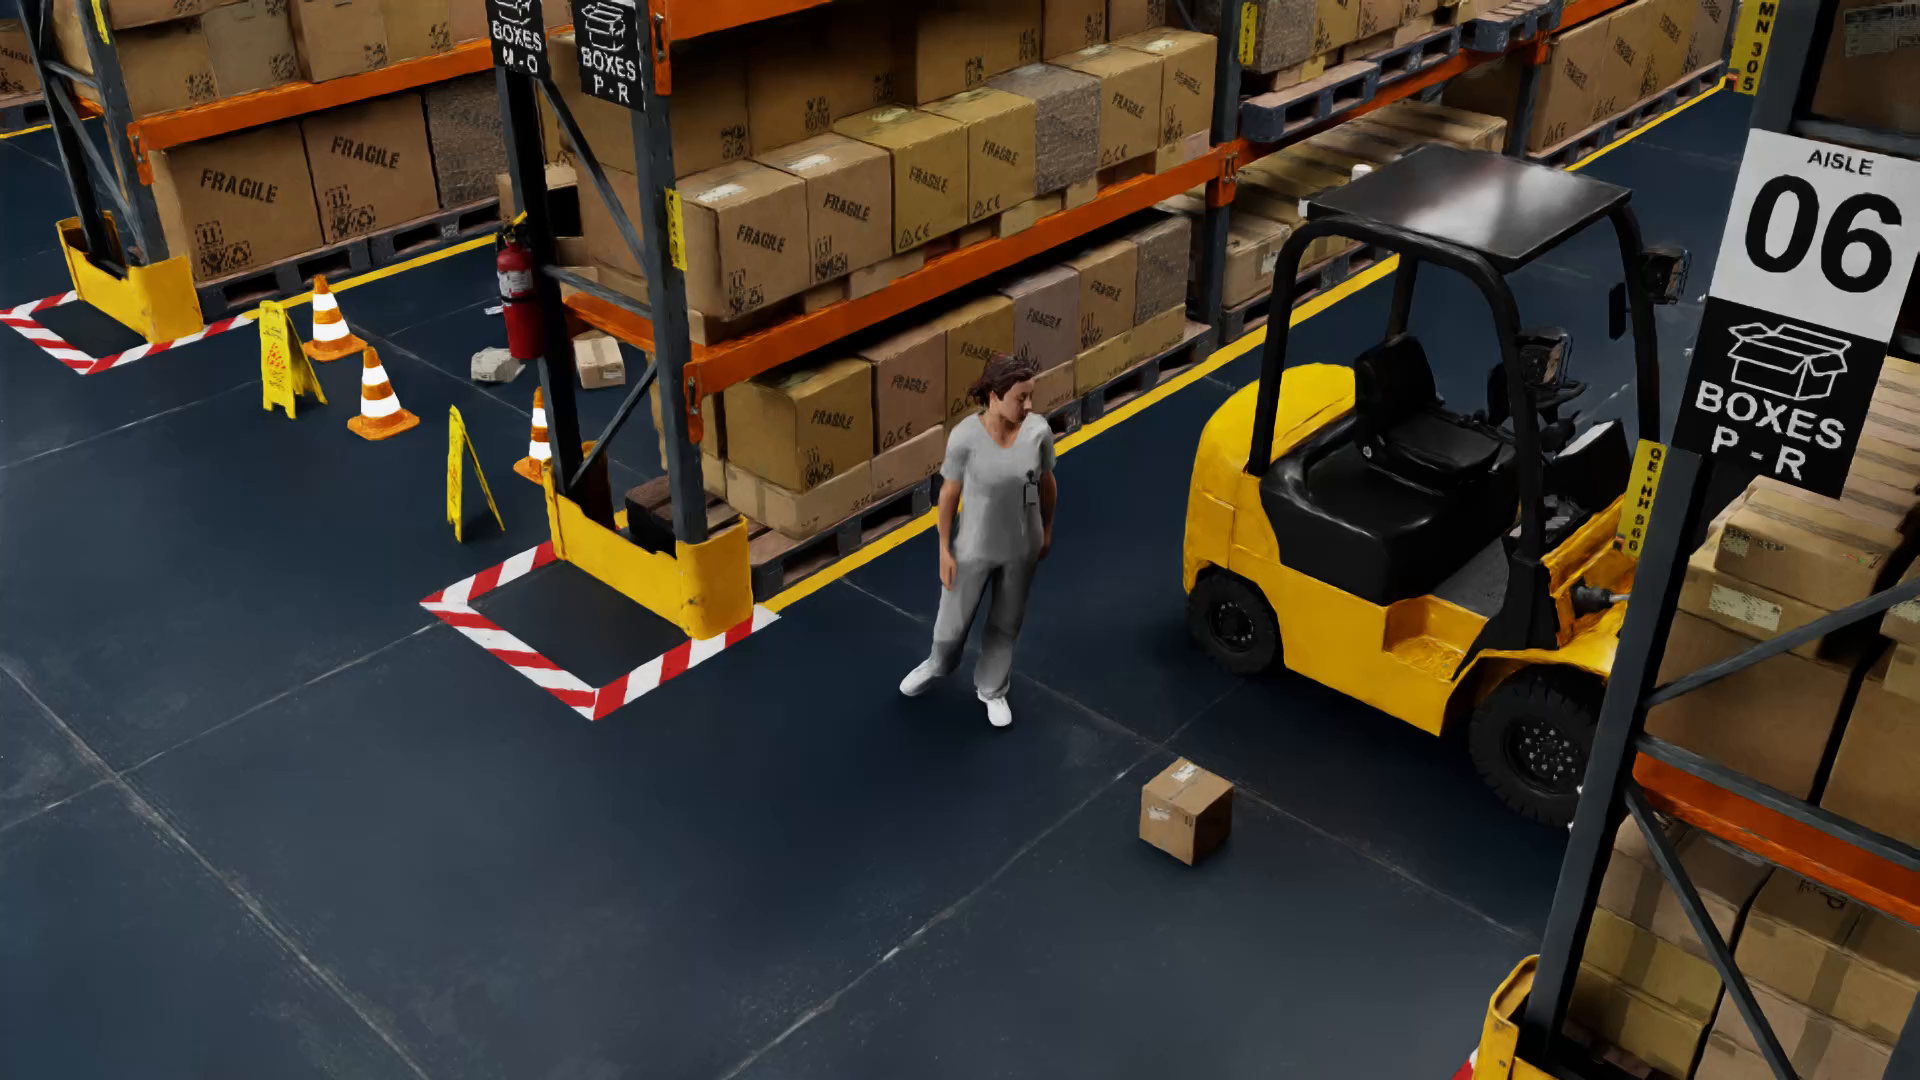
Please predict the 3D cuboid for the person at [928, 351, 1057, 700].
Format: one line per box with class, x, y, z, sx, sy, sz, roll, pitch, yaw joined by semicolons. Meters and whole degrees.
person;0.127;-0.027;6.631;0.521;1.602;0.421;-5;32;-9
